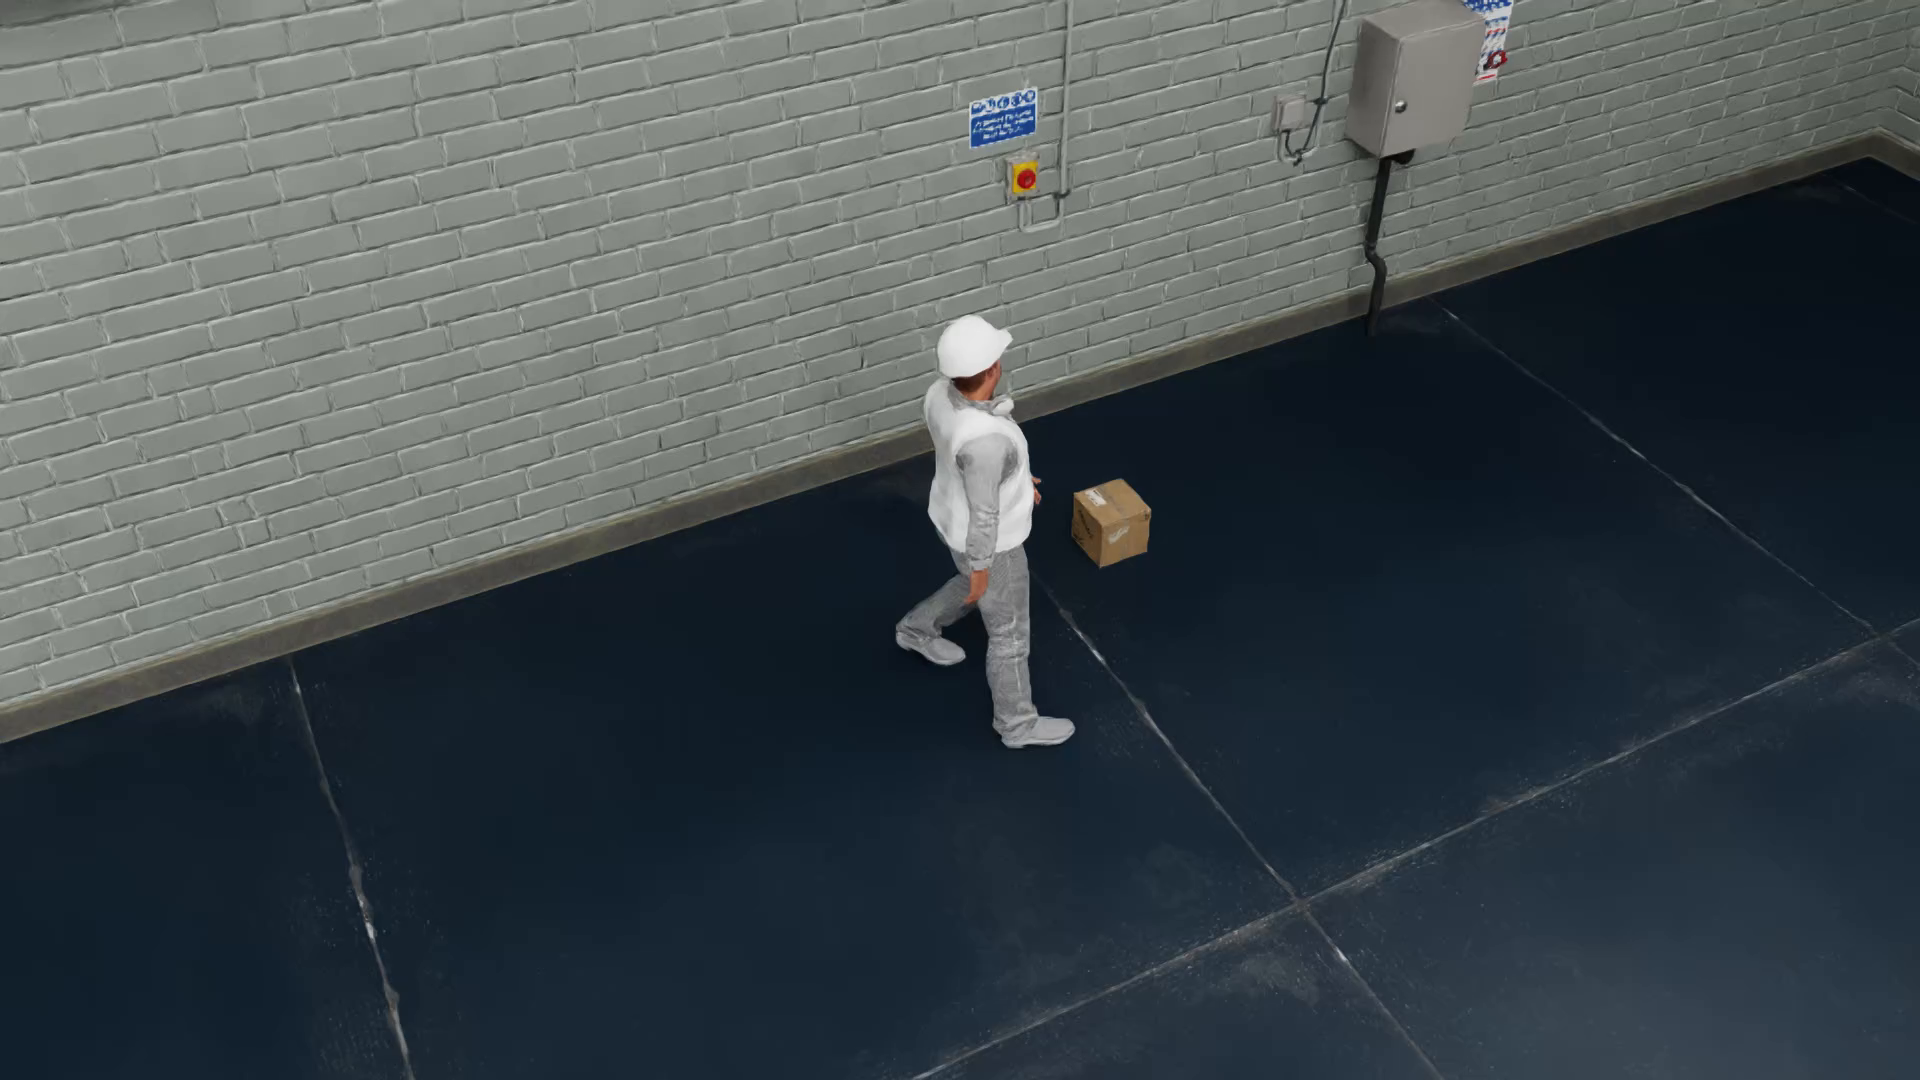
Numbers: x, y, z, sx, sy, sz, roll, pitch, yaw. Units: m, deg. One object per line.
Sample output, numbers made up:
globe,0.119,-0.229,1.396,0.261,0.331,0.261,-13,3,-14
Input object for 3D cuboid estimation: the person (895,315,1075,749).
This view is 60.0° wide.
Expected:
person,0.125,-0.019,6.183,0.582,1.749,0.714,-16,43,-18
